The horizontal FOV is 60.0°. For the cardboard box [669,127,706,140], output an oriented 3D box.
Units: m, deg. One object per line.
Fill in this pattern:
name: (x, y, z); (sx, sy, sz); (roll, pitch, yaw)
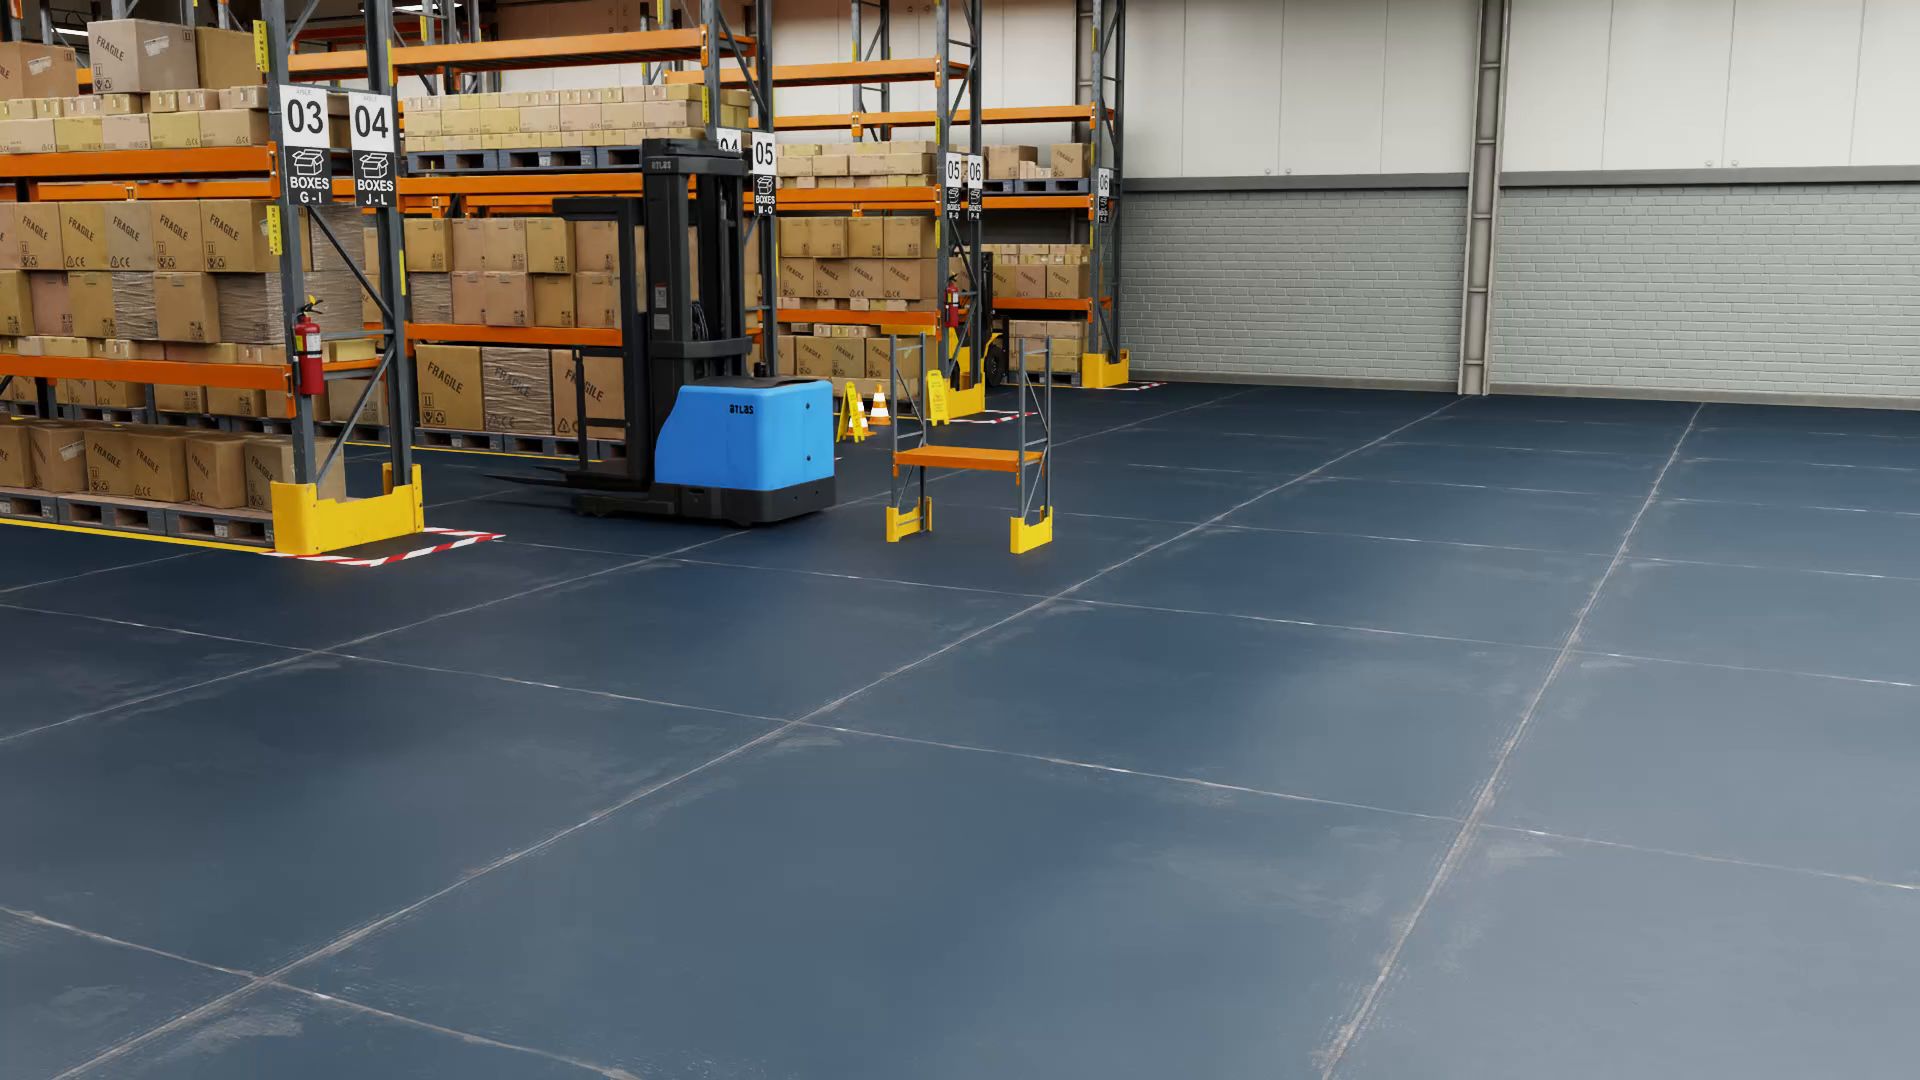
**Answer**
cardboard box: (-2.552, -3.829, 15.787); (0.250, 0.149, 0.380); (5, 11, 26)

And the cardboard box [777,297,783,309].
cardboard box: (-2.308, -3.060, 21.423); (0.250, 0.149, 0.380); (5, 11, 26)

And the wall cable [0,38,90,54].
wall cable: (-17.977, -8.244, 32.406); (0.133, 3.039, 2.988); (5, 11, 26)

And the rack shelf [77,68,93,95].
rack shelf: (-11.072, -5.438, 20.152); (4.000, 0.370, 1.077); (5, 11, 26)

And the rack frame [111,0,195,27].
rack frame: (-9.278, -5.831, 19.181); (0.127, 3.000, 1.000); (5, 11, 26)

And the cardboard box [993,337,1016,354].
cardboard box: (0.696, -3.007, 25.560); (0.500, 0.250, 0.500); (5, 11, 25)

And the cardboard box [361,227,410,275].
cardboard box: (-6.139, -3.143, 18.087); (0.500, 0.500, 0.700); (5, 11, 25)

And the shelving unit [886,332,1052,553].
shelving unit: (0.068, -0.732, 12.063); (1.083, 1.500, 0.587); (5, 11, 26)

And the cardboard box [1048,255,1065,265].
cardboard box: (1.511, -4.207, 24.949); (0.250, 0.149, 0.380); (5, 12, 27)

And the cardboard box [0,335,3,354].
cardboard box: (-7.462, -1.554, 13.100); (0.250, 0.149, 0.380); (5, 11, 26)

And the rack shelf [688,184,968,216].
rack shelf: (-1.798, -4.327, 21.312); (4.000, 0.370, 1.077); (5, 11, 26)

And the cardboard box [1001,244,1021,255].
cardboard box: (0.819, -4.415, 25.263); (0.250, 0.149, 0.380); (5, 12, 27)

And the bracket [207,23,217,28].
bracket: (-14.708, -10.157, 32.975); (0.430, 0.232, 0.235); (5, 11, 26)

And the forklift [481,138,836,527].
forklift: (-2.547, -1.704, 13.413); (3.031, 2.935, 1.130); (5, 12, 27)

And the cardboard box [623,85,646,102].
cardboard box: (-3.009, -4.262, 15.939); (0.250, 0.149, 0.380); (5, 12, 27)

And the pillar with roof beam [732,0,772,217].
pillar with roof beam: (-5.323, -6.776, 24.404); (0.548, 9.000, 9.100); (5, 11, 26)

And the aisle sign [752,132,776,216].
aisle sign: (-1.908, -3.570, 16.235); (0.004, 0.787, 0.394); (5, 11, 26)

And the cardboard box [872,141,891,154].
cardboard box: (-0.890, -4.815, 20.457); (0.250, 0.149, 0.380); (5, 11, 25)

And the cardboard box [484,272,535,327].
cardboard box: (-4.420, -2.509, 17.252); (0.550, 0.550, 0.875); (5, 11, 26)

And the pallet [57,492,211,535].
pallet: (-6.260, -0.264, 13.098); (1.213, 0.211, 1.003); (5, 11, 26)

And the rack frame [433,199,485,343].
rack frame: (-7.179, -3.678, 24.128); (0.127, 3.000, 1.000); (5, 11, 26)

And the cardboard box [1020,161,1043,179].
cardboard box: (1.084, -5.543, 24.928); (0.258, 0.266, 0.396); (5, 11, 26)

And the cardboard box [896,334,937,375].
cardboard box: (-0.627, -2.379, 21.390); (0.500, 0.500, 0.500); (5, 11, 24)

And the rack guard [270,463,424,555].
rack guard: (-4.457, -0.241, 12.155); (0.348, 0.500, 1.175); (5, 11, 26)

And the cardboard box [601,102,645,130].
cardboard box: (-3.115, -4.087, 16.091); (0.500, 0.250, 0.500); (5, 11, 26)

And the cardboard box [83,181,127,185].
cardboard box: (-9.903, -4.409, 19.464); (0.500, 0.500, 0.500); (5, 11, 26)

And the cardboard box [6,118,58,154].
cardboard box: (-6.769, -3.024, 12.514); (0.500, 0.250, 0.500); (5, 11, 24)

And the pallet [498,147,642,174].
pallet: (-3.872, -3.834, 16.817); (1.213, 0.211, 1.003); (5, 11, 26)

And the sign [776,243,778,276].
sign: (-1.853, -2.802, 16.636); (0.005, 0.325, 0.100); (5, 11, 26)

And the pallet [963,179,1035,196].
pallet: (0.468, -5.429, 25.628); (1.213, 0.211, 1.003); (5, 11, 26)

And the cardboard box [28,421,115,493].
cardboard box: (-7.118, -0.675, 13.374); (0.500, 0.500, 0.500); (10, 14, 44)

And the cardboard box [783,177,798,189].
cardboard box: (-2.036, -4.529, 21.116); (0.250, 0.149, 0.380); (5, 11, 26)

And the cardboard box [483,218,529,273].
cardboard box: (-4.407, -3.045, 17.180); (0.550, 0.550, 0.875); (5, 11, 26)

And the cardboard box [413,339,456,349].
cardboard box: (-7.761, -2.906, 24.654); (0.875, 0.875, 0.875); (5, 11, 25)

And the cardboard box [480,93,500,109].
cardboard box: (-4.600, -4.402, 16.711); (0.250, 0.149, 0.380); (5, 11, 26)

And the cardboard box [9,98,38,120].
cardboard box: (-6.879, -3.221, 12.484); (0.250, 0.149, 0.380); (5, 11, 25)

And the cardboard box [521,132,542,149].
cardboard box: (-4.151, -3.969, 16.562); (0.250, 0.149, 0.380); (5, 11, 27)

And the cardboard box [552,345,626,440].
cardboard box: (-3.531, -1.522, 17.003); (0.875, 0.875, 0.875); (5, 11, 25)

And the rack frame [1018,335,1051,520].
rack frame: (0.532, -0.691, 11.838); (0.032, 1.500, 0.500); (5, 11, 26)

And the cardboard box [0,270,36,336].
cardboard box: (-7.167, -1.885, 13.107); (0.500, 0.500, 0.875); (5, 11, 26)

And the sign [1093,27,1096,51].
sign: (1.936, -7.205, 23.929); (0.005, 0.325, 0.100); (5, 11, 26)

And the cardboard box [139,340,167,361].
cardboard box: (-5.865, -1.426, 12.394); (0.250, 0.149, 0.380); (5, 11, 26)

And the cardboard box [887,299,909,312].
cardboard box: (-0.711, -2.921, 20.654); (0.250, 0.149, 0.380); (5, 11, 25)

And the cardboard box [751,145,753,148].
cardboard box: (-2.506, -4.956, 21.234); (0.250, 0.149, 0.380); (5, 11, 24)

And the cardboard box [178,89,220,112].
cardboard box: (-5.252, -3.078, 11.695); (0.250, 0.149, 0.380); (4, 11, 23)

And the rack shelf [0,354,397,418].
rack shelf: (-6.183, -1.268, 12.834); (4.000, 0.370, 1.077); (5, 11, 26)

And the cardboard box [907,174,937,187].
cardboard box: (-0.448, -4.383, 20.308); (0.250, 0.149, 0.380); (5, 11, 26)

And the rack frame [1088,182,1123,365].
rack frame: (2.189, -3.840, 25.027); (0.127, 3.000, 1.000); (5, 11, 26)

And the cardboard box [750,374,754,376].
cardboard box: (-2.698, -2.086, 21.876); (0.500, 0.250, 0.500); (6, 12, 29)

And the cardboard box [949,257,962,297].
cardboard box: (-0.307, -3.324, 21.060); (0.500, 0.500, 0.500); (5, 11, 25)

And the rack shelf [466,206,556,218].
rack shelf: (-6.779, -5.750, 29.177); (4.000, 0.370, 1.077); (5, 11, 26)

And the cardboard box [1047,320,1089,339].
cardboard box: (1.638, -3.172, 25.070); (0.500, 0.250, 0.500); (5, 12, 28)

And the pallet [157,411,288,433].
pallet: (-8.605, -1.433, 19.554); (1.213, 0.211, 1.003); (5, 11, 26)

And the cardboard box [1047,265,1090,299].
cardboard box: (1.631, -3.886, 25.000); (0.500, 0.500, 0.500); (5, 11, 25)

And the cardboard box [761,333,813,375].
cardboard box: (-2.232, -2.414, 21.582); (0.500, 0.500, 0.500); (6, 12, 29)

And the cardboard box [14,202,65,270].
cardboard box: (-6.788, -2.313, 12.662); (0.500, 0.500, 0.500); (5, 11, 26)
